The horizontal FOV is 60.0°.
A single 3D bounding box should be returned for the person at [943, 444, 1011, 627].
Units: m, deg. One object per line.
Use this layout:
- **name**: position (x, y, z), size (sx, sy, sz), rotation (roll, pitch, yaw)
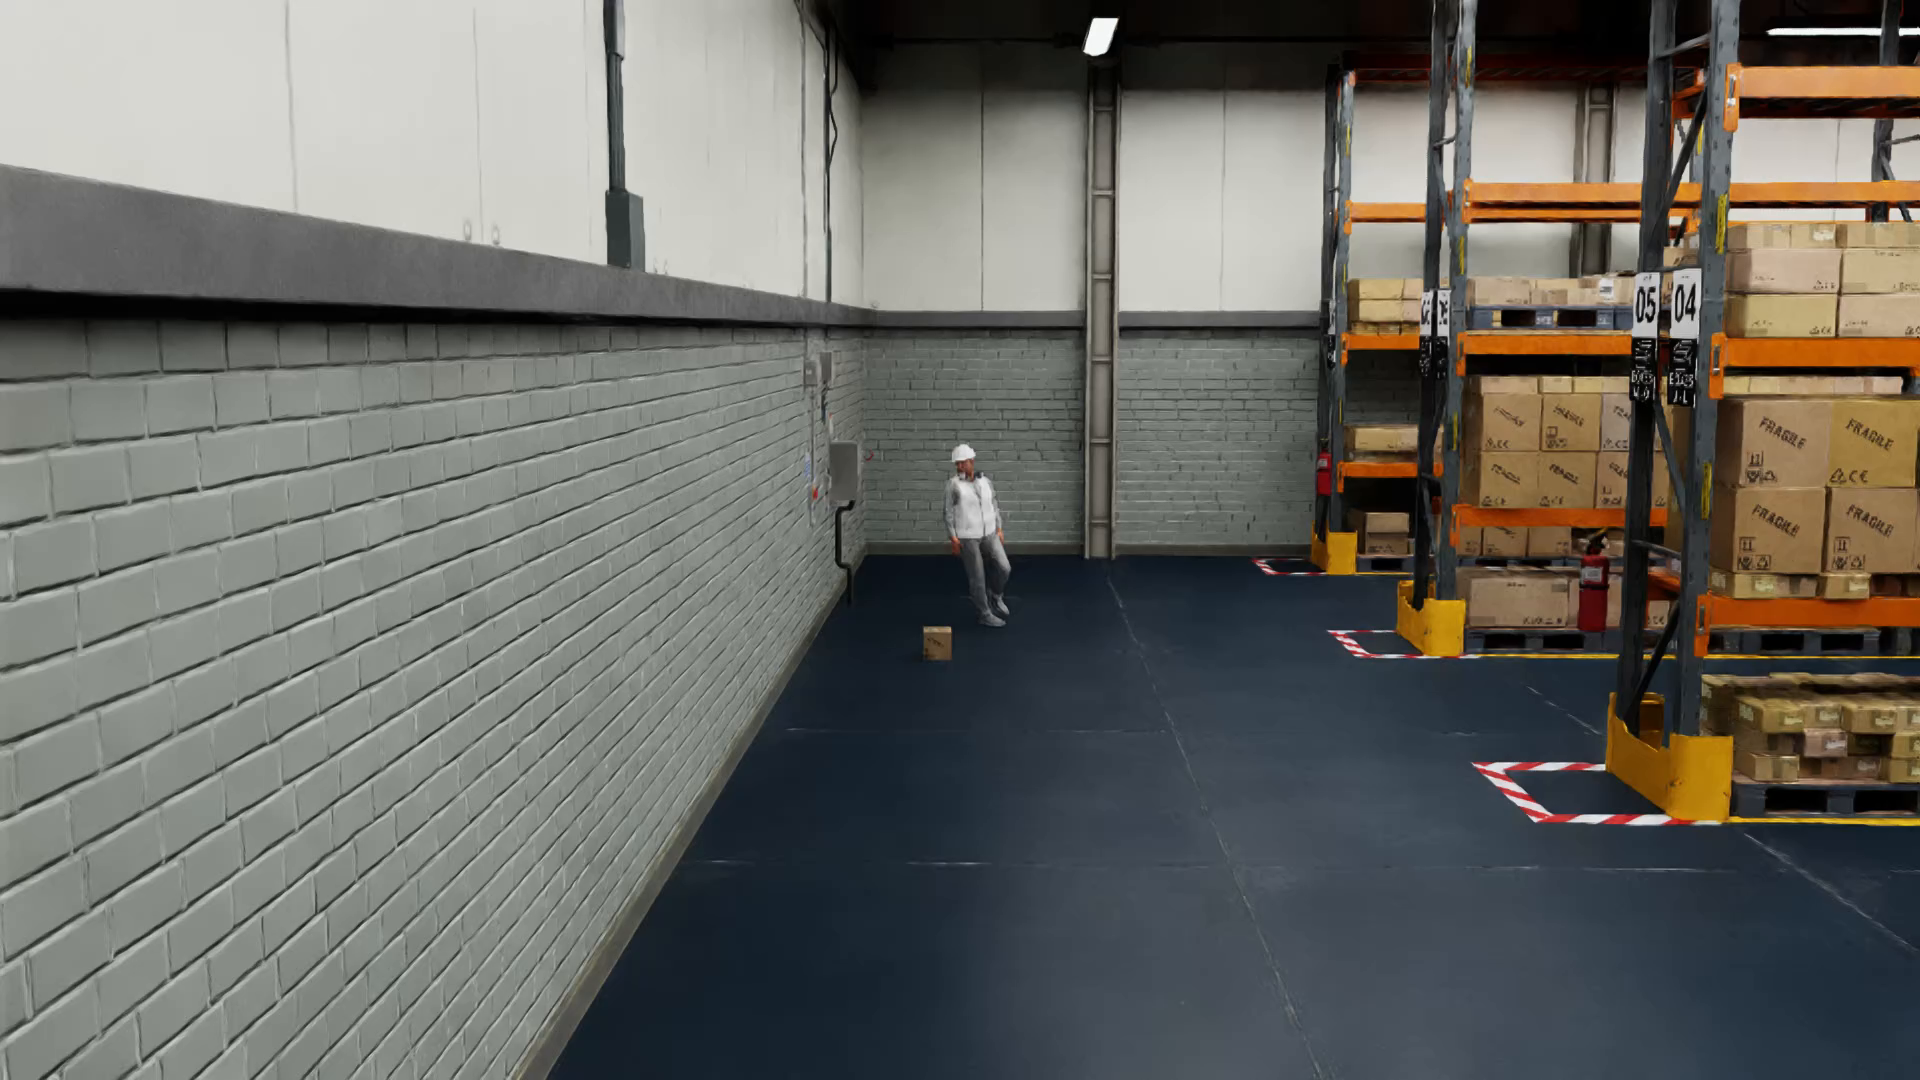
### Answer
- **person**: position (0.198, -0.039, 15.987), size (0.687, 1.759, 0.476), rotation (-5, 9, -34)
